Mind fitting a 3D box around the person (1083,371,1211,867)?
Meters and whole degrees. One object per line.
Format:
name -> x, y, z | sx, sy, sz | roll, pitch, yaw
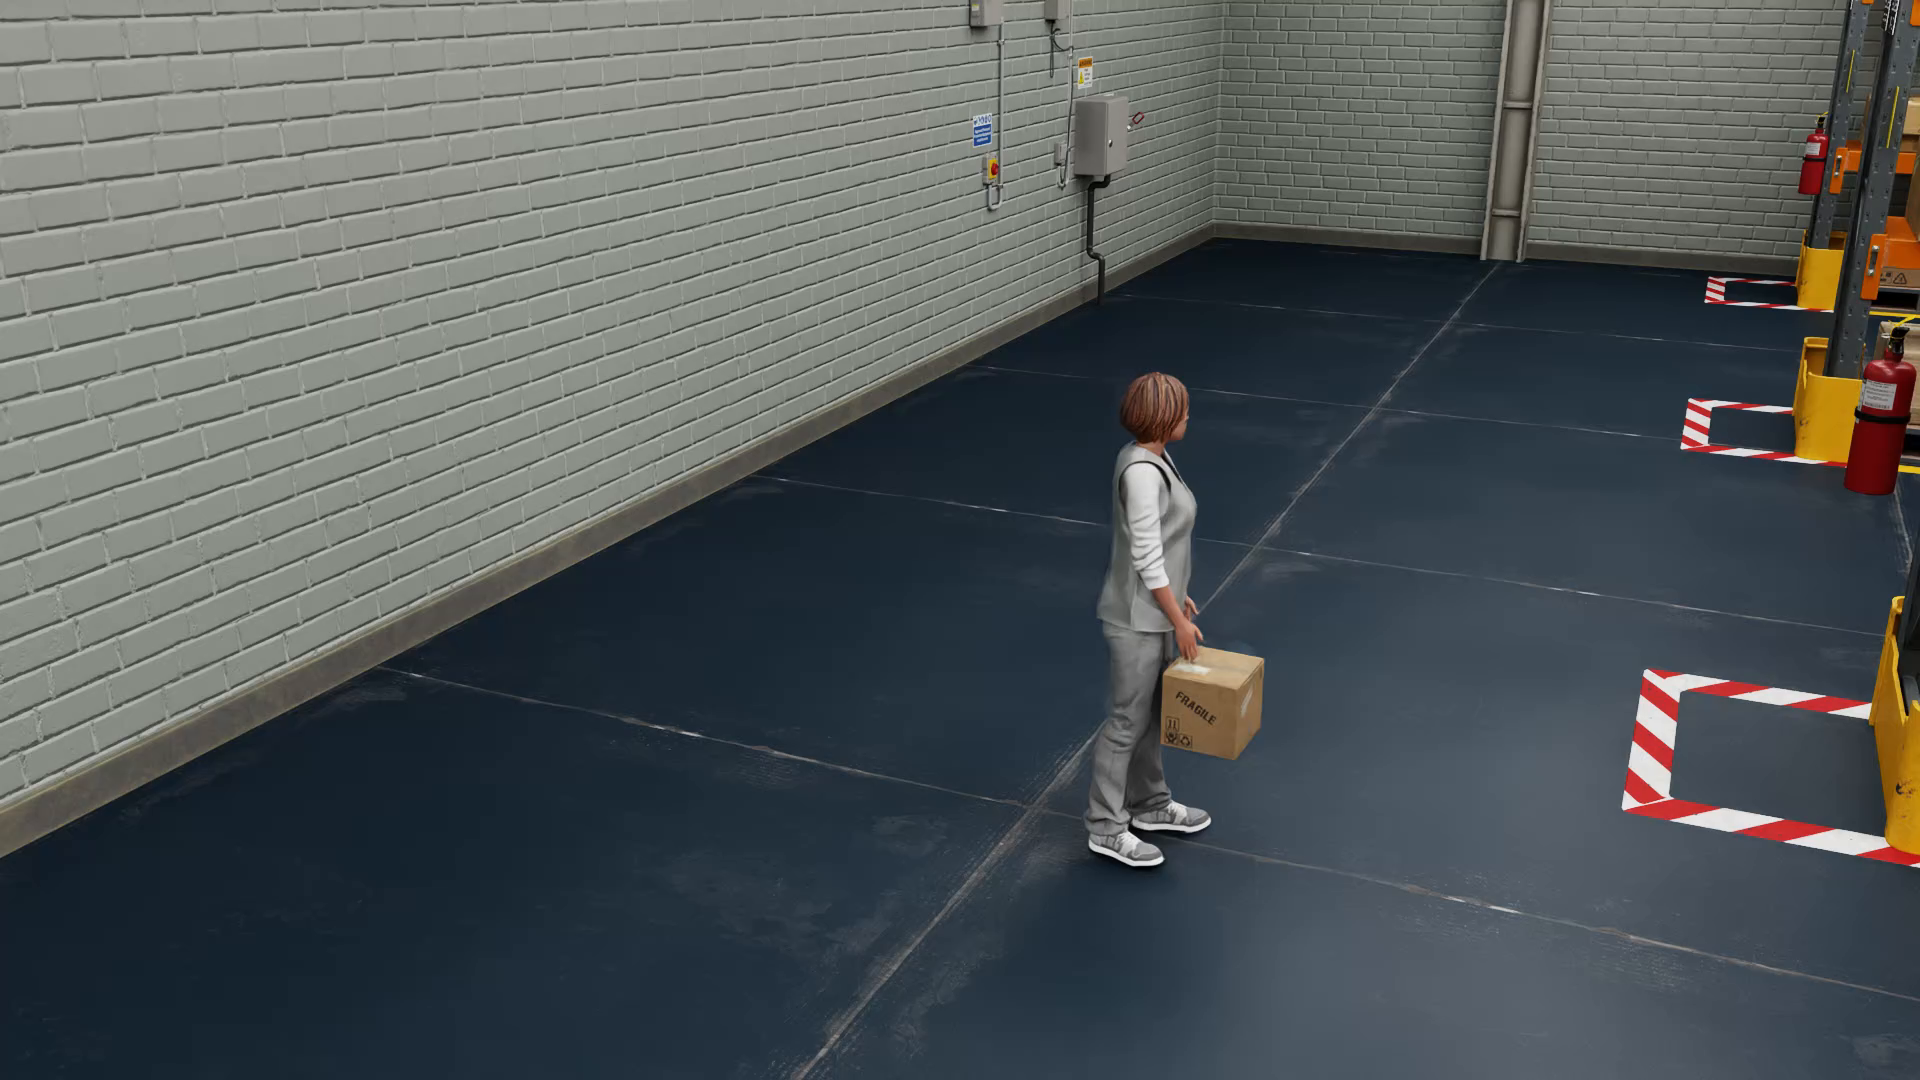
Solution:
person -> 0.629, 0.251, 5.346 | 0.419, 1.605, 0.438 | 3, 20, 9
